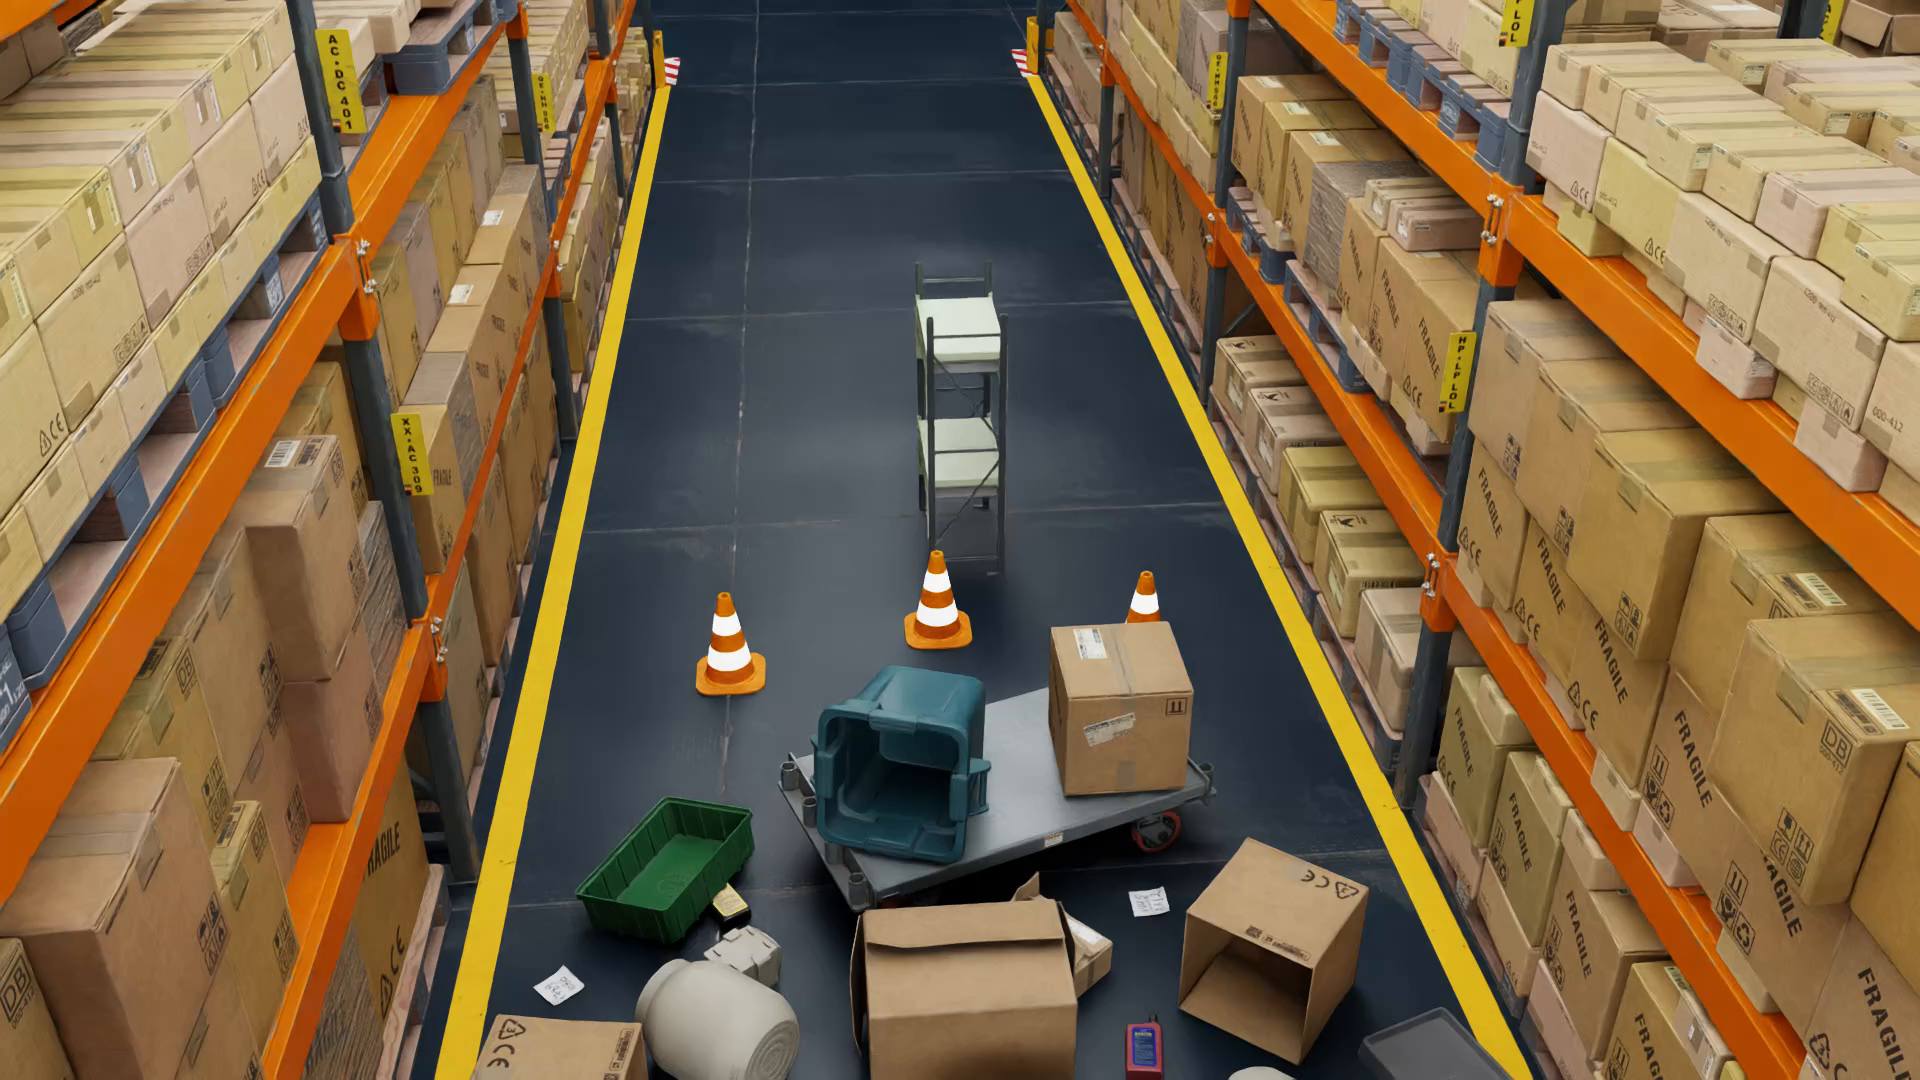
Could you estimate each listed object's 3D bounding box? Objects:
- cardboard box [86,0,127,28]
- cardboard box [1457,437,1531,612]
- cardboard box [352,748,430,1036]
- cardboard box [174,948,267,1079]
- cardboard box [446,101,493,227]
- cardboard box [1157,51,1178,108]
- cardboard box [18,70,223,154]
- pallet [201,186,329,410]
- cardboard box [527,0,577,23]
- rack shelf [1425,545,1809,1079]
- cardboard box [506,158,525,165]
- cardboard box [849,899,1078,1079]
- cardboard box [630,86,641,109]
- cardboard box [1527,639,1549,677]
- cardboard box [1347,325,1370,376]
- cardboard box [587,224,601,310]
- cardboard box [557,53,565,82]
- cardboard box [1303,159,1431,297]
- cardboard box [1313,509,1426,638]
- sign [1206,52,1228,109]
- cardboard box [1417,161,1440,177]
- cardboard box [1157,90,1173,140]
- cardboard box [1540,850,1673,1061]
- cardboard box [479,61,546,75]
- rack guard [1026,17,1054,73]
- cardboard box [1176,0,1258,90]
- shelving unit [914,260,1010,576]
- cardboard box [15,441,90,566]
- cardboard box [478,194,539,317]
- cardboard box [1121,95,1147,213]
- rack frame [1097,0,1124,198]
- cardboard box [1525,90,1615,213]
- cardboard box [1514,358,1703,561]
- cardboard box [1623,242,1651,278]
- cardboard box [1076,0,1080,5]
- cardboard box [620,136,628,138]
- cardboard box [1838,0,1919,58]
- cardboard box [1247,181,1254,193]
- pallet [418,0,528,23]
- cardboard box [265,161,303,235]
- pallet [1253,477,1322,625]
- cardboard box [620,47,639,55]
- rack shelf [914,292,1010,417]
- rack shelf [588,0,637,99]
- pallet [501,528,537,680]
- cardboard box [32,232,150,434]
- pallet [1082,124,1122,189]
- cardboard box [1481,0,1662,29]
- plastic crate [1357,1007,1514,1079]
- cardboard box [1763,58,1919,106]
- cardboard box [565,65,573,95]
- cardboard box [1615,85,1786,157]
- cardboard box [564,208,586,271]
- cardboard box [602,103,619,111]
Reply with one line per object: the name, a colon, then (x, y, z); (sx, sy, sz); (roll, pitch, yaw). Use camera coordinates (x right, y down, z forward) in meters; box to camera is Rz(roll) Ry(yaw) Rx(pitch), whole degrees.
cardboard box: (-8.428, -4.756, 15.949); (0.875, 0.875, 0.875); (-3, 31, -5)
cardboard box: (2.184, -0.091, 6.090); (0.500, 0.500, 0.500); (-3, 31, -5)
cardboard box: (-2.510, 1.187, 6.001); (0.875, 0.875, 0.875); (-2, 31, -4)
cardboard box: (-2.205, 1.349, 3.920); (0.875, 0.550, 0.550); (-3, 31, -5)
cardboard box: (-2.792, -1.896, 8.427); (0.700, 0.500, 0.500); (-3, 31, -5)
cardboard box: (1.628, -3.108, 11.187); (0.500, 0.250, 0.500); (-4, 31, -6)
cardboard box: (-2.078, -1.059, 4.133); (0.380, 0.149, 0.250); (-2, 31, -4)
pallet: (-2.433, -0.701, 4.660); (1.003, 0.211, 1.213); (-3, 31, -5)
cardboard box: (-2.966, -3.817, 11.971); (0.380, 0.149, 0.250); (-4, 31, -6)
rack shelf: (2.607, 1.171, 5.065); (1.077, 0.370, 4.000); (-3, 31, -5)
cardboard box: (-2.713, -2.223, 9.881); (0.380, 0.149, 0.250); (-3, 31, -5)
cardboard box: (0.013, 1.645, 5.874); (0.797, 0.637, 0.503); (-3, 31, -5)
cardboard box: (-3.116, -4.025, 15.143); (0.380, 0.149, 0.250); (-2, 31, -4)
cardboard box: (2.261, 0.386, 5.923); (0.380, 0.149, 0.250); (-3, 31, -5)
cardboard box: (2.003, -0.876, 7.626); (0.380, 0.149, 0.250); (-3, 31, -4)
cardboard box: (-2.788, -1.911, 11.552); (0.500, 0.500, 0.500); (-4, 31, -6)
cardboard box: (-2.869, -3.164, 11.167); (0.380, 0.149, 0.250); (-2, 31, -3)
cardboard box: (2.009, -1.519, 8.070); (0.500, 0.500, 0.500); (-4, 31, -6)
cardboard box: (2.298, 0.155, 8.219); (0.950, 0.372, 0.625); (-1, 31, -1)
sign: (1.494, -2.670, 9.665); (0.100, 0.325, 0.005); (-3, 31, -5)
cardboard box: (2.523, -1.533, 8.094); (0.500, 0.500, 0.500); (-4, 31, -7)
cardboard box: (1.646, -2.900, 11.326); (0.500, 0.250, 0.500); (-3, 31, -5)
cardboard box: (2.315, 1.371, 5.569); (0.500, 0.500, 0.500); (-1, 31, -2)
cardboard box: (-2.793, -2.883, 10.407); (0.380, 0.149, 0.250); (-4, 31, -7)
rack guard: (1.297, -5.224, 17.509); (1.175, 0.500, 0.348); (-3, 31, -5)
cardboard box: (1.681, -3.186, 10.586); (0.500, 0.500, 0.500); (-2, 31, -4)
shelving unit: (0.001, -0.640, 8.860); (0.431, 1.500, 0.755); (-3, 31, -5)
cardboard box: (-1.956, -0.065, 3.247); (0.380, 0.149, 0.250); (-3, 31, -5)
cardboard box: (-2.518, -1.483, 8.710); (0.500, 0.500, 0.500); (-3, 31, -5)
cardboard box: (1.810, -3.198, 13.342); (0.875, 0.875, 0.875); (-2, 31, -3)
rack frame: (1.673, -4.243, 13.428); (1.000, 3.000, 0.127); (-3, 31, -5)
cardboard box: (2.189, -1.272, 5.385); (0.500, 0.250, 0.500); (-3, 31, -6)
cardboard box: (2.271, -0.262, 5.400); (0.700, 0.500, 0.500); (-3, 31, -4)
cardboard box: (2.307, -0.910, 5.168); (0.380, 0.149, 0.250); (-3, 31, -5)
cardboard box: (1.260, -5.029, 14.647); (0.500, 0.500, 0.500); (-3, 31, -5)
cardboard box: (-3.060, -3.372, 14.341); (0.380, 0.149, 0.250); (-3, 31, -5)
cardboard box: (6.651, -3.490, 11.657); (0.797, 0.503, 0.637); (-3, 31, -6)
cardboard box: (1.892, -2.098, 9.673); (0.380, 0.149, 0.250); (-4, 31, -7)
pallet: (-2.760, -2.792, 8.259); (1.213, 0.211, 1.003); (-1, 31, -2)
cardboard box: (-2.123, -0.974, 4.768); (0.380, 0.149, 0.250); (-2, 31, -4)
pallet: (2.229, 0.017, 9.016); (1.003, 0.211, 1.213); (-3, 31, -5)
cardboard box: (-3.240, -4.558, 15.746); (0.380, 0.149, 0.250); (-4, 31, -7)
rack shelf: (0.001, -0.976, 8.660); (0.431, 0.370, 0.720); (-3, 31, -5)
rack shelf: (-3.433, -4.666, 14.839); (1.077, 0.370, 4.000); (-3, 31, -5)
pallet: (-2.763, 0.313, 8.521); (1.003, 0.211, 1.213); (-3, 31, -5)
cardboard box: (-2.057, -0.433, 3.475); (0.500, 0.250, 0.500); (-3, 31, -5)
pallet: (1.679, -3.438, 14.800); (1.003, 0.211, 1.213); (-3, 31, -5)
cardboard box: (2.239, -2.067, 6.109); (0.500, 0.250, 0.500); (-2, 31, -3)
plastic crate: (1.750, 1.936, 5.931); (0.402, 0.080, 0.583); (-14, 33, -22)
cardboard box: (2.768, -1.400, 5.211); (0.380, 0.149, 0.250); (-3, 31, -6)
cardboard box: (-2.887, -3.168, 11.465); (0.380, 0.149, 0.250); (-1, 31, -2)
cardboard box: (2.194, -1.238, 4.939); (0.380, 0.149, 0.250); (-4, 31, -6)
cardboard box: (-2.743, -1.964, 10.909); (0.500, 0.250, 0.500); (-3, 31, -5)
cardboard box: (-3.112, -3.622, 14.179); (0.380, 0.149, 0.250); (-3, 31, -5)
